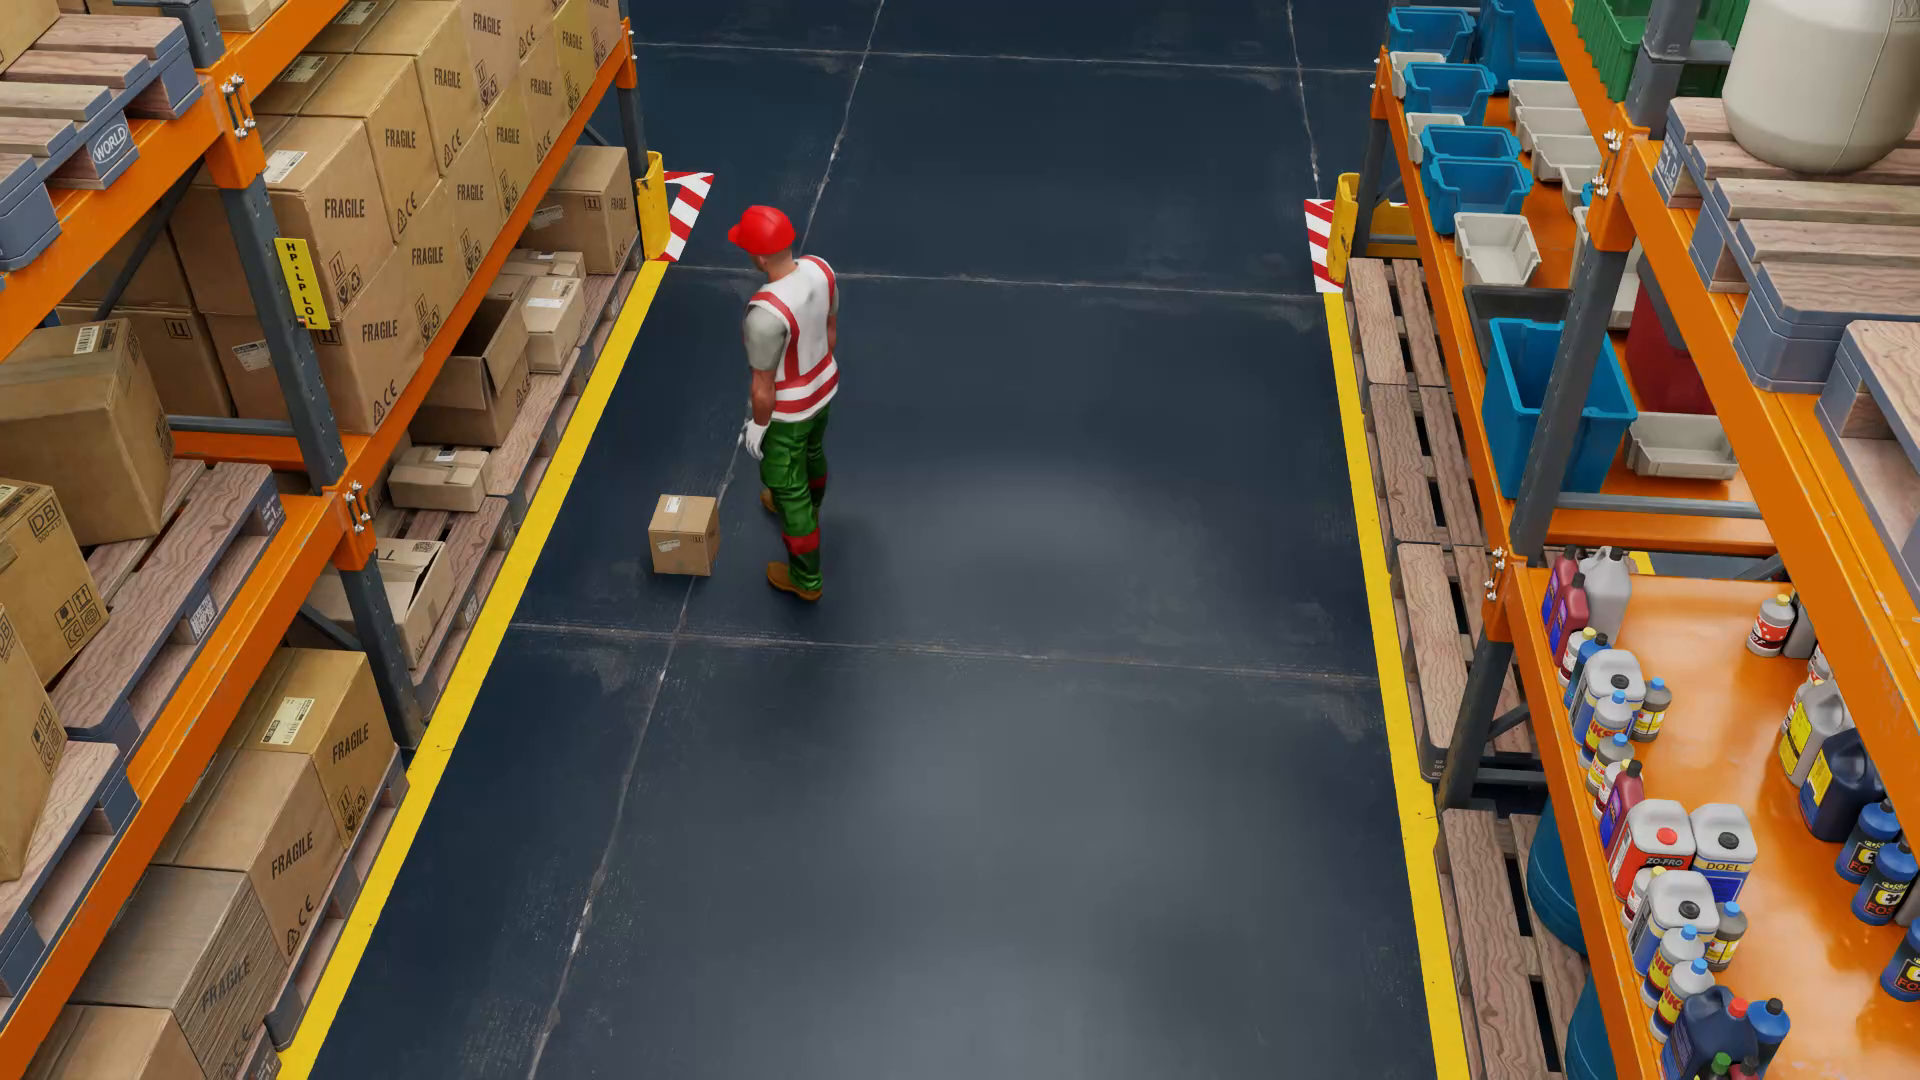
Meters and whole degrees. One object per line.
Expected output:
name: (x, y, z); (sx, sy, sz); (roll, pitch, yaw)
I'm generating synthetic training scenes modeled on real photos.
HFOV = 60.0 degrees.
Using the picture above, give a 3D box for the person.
person: (-0.769, -0.626, 6.882); (0.608, 1.777, 0.606); (20, 44, 22)
